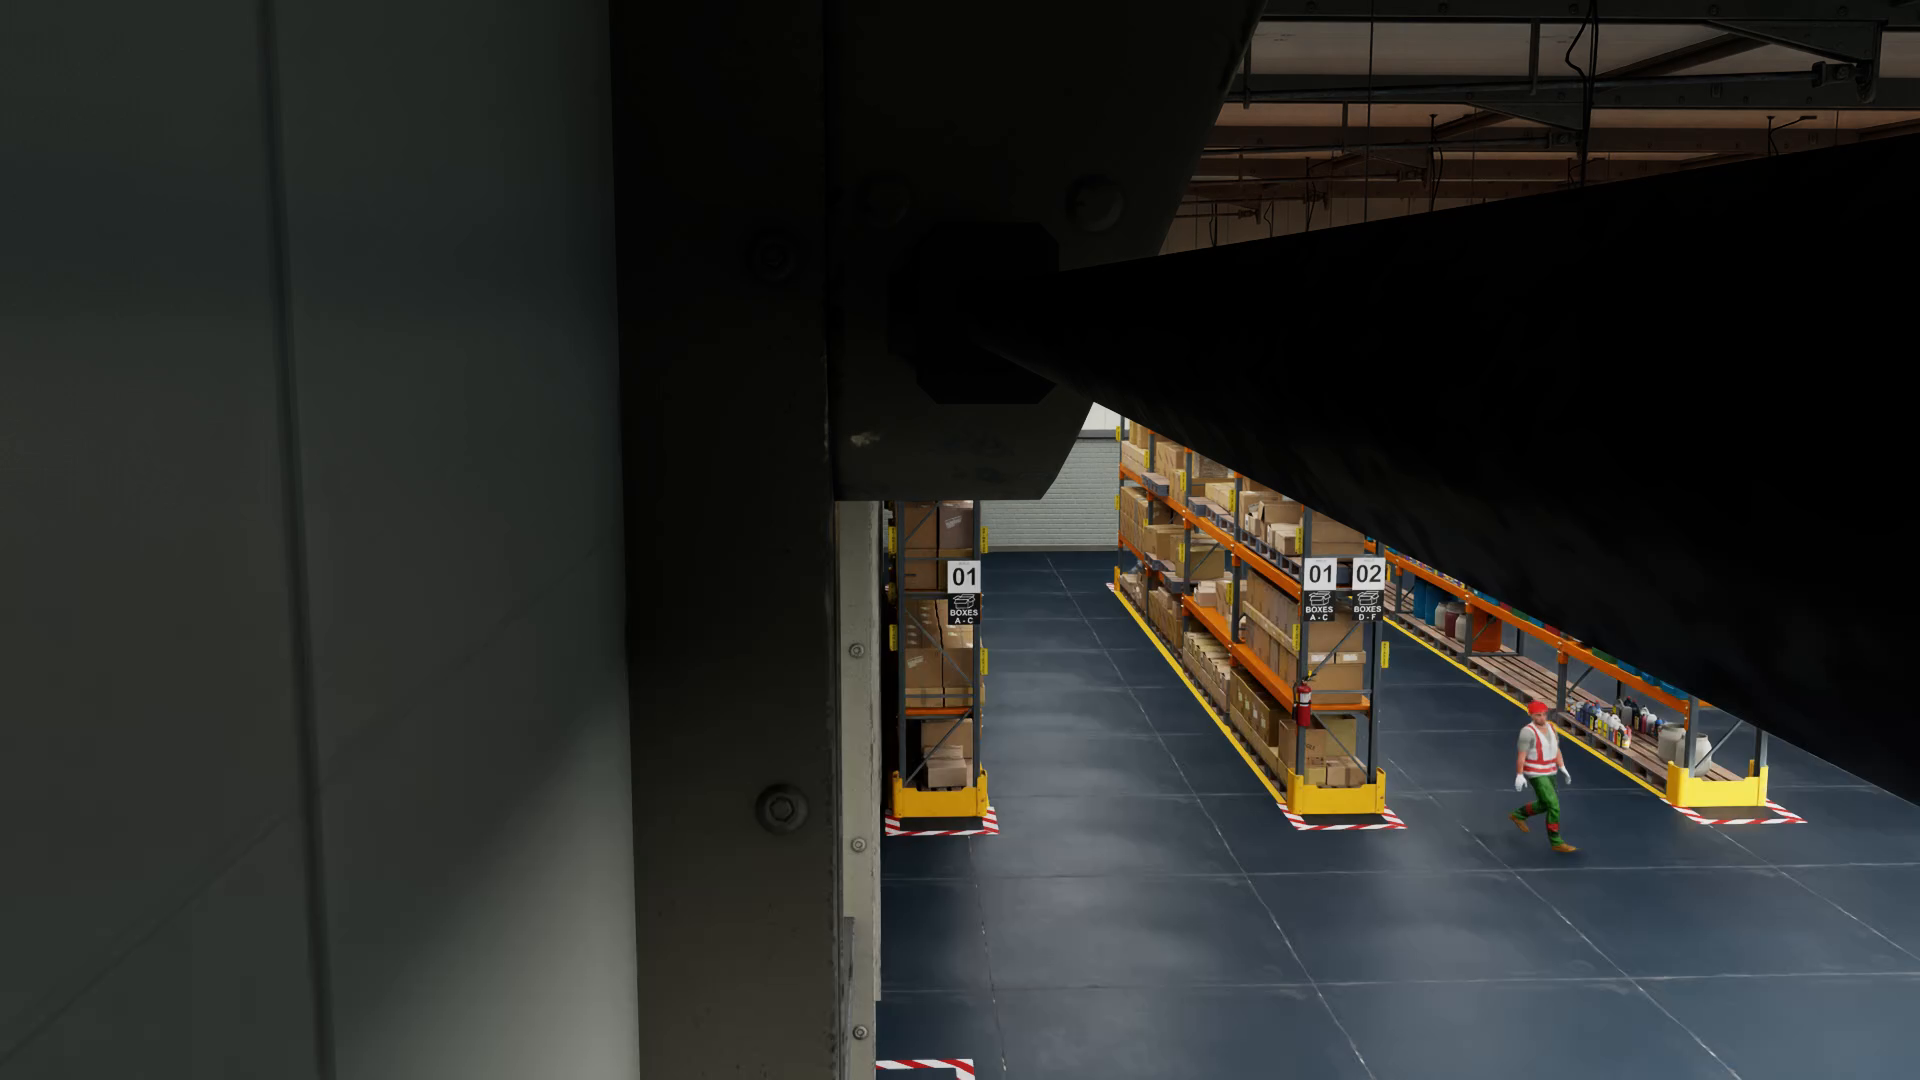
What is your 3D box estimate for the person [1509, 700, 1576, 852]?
[{"bbox_3d":[6.761,2.711,19.308,0.538,1.729,0.955,-6,10,-37],"label":"person"}]
